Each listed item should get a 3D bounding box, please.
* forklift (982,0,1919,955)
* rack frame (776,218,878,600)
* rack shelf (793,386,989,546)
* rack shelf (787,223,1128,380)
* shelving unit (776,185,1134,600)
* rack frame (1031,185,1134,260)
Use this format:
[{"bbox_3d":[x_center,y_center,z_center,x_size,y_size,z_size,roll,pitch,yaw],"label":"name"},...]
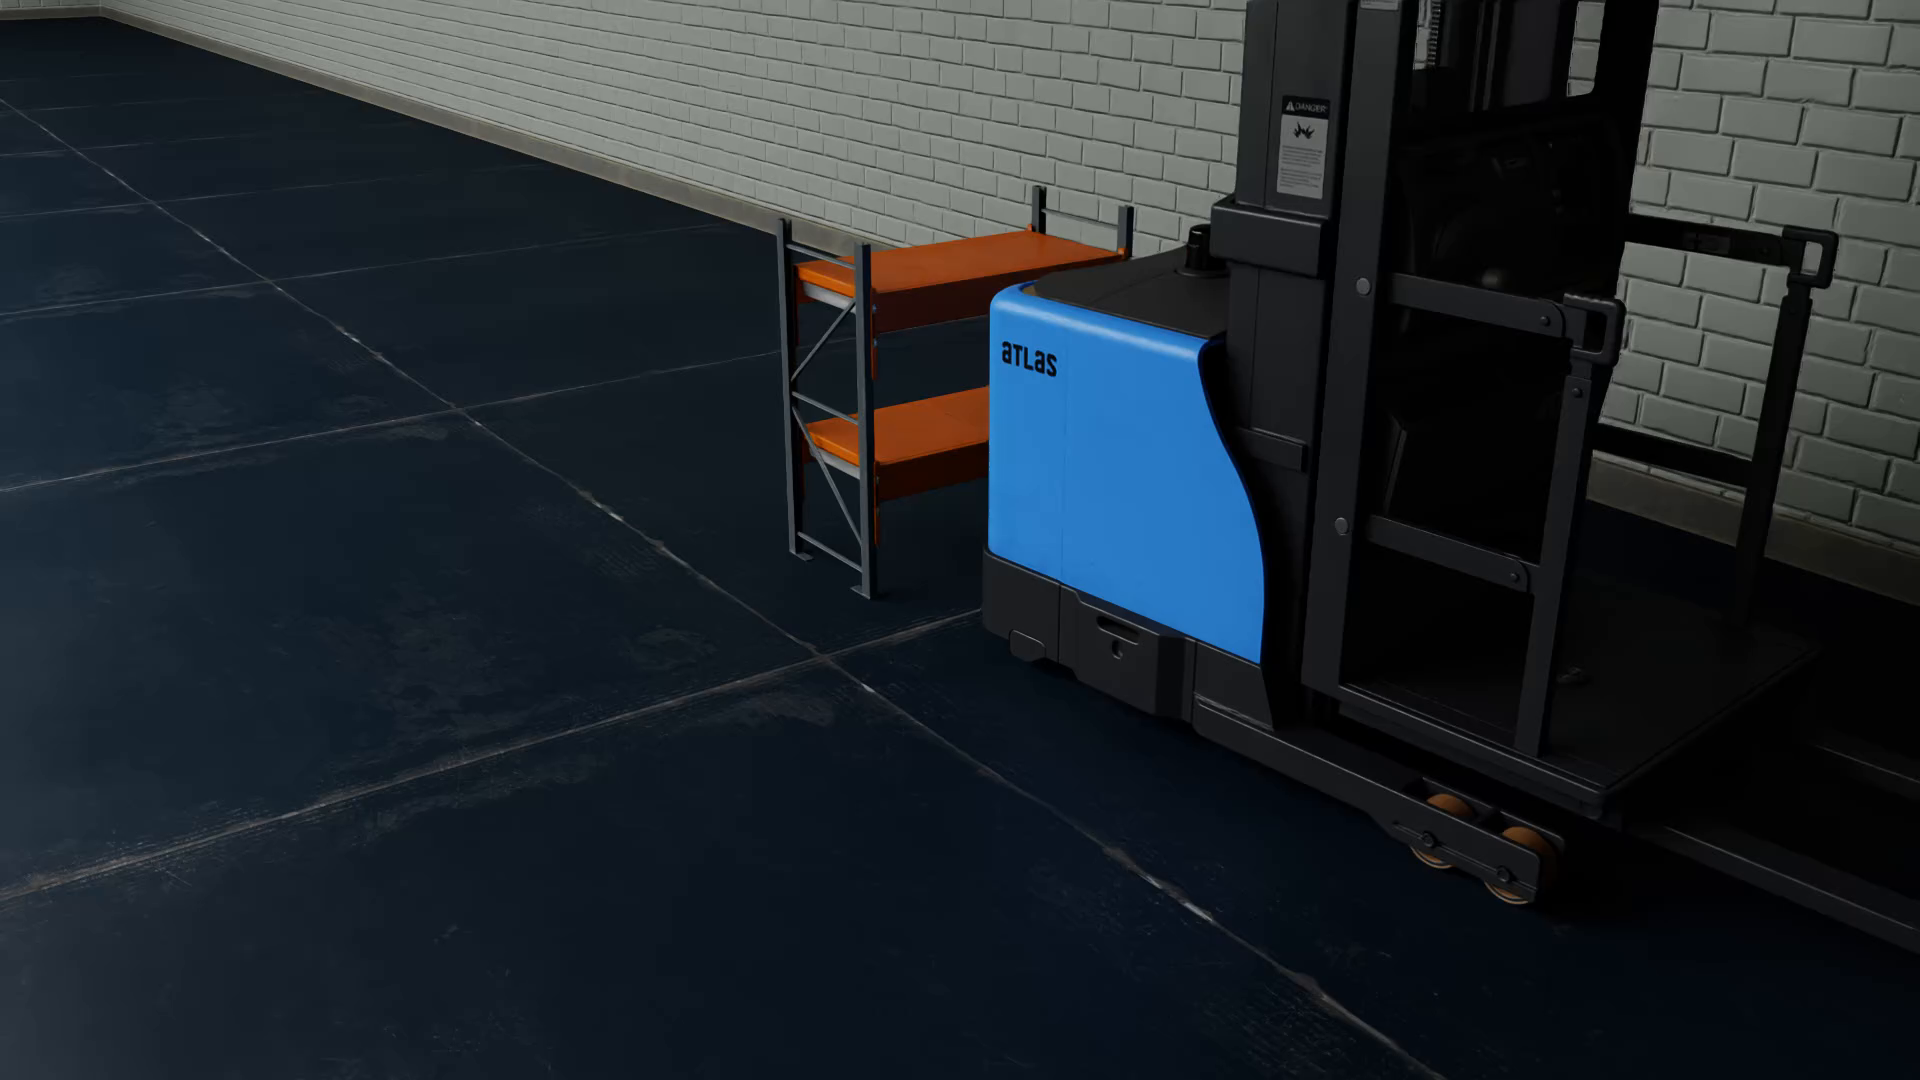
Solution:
[{"bbox_3d":[1.424,-0.766,3.685,1.130,2.935,3.031,-18,28,-38],"label":"forklift"},{"bbox_3d":[-0.418,-0.411,5.233,0.032,1.125,0.500,-15,26,-33],"label":"rack frame"},{"bbox_3d":[-0.005,-0.294,5.599,1.000,0.278,0.538,-15,26,-33],"label":"rack shelf"},{"bbox_3d":[-0.005,-0.793,5.400,1.000,0.278,0.538,-15,26,-33],"label":"rack shelf"},{"bbox_3d":[-0.005,-0.521,5.509,1.048,1.125,0.538,-15,26,-33],"label":"shelving unit"},{"bbox_3d":[0.407,-0.631,5.784,0.032,1.125,0.500,-15,26,-33],"label":"rack frame"}]
